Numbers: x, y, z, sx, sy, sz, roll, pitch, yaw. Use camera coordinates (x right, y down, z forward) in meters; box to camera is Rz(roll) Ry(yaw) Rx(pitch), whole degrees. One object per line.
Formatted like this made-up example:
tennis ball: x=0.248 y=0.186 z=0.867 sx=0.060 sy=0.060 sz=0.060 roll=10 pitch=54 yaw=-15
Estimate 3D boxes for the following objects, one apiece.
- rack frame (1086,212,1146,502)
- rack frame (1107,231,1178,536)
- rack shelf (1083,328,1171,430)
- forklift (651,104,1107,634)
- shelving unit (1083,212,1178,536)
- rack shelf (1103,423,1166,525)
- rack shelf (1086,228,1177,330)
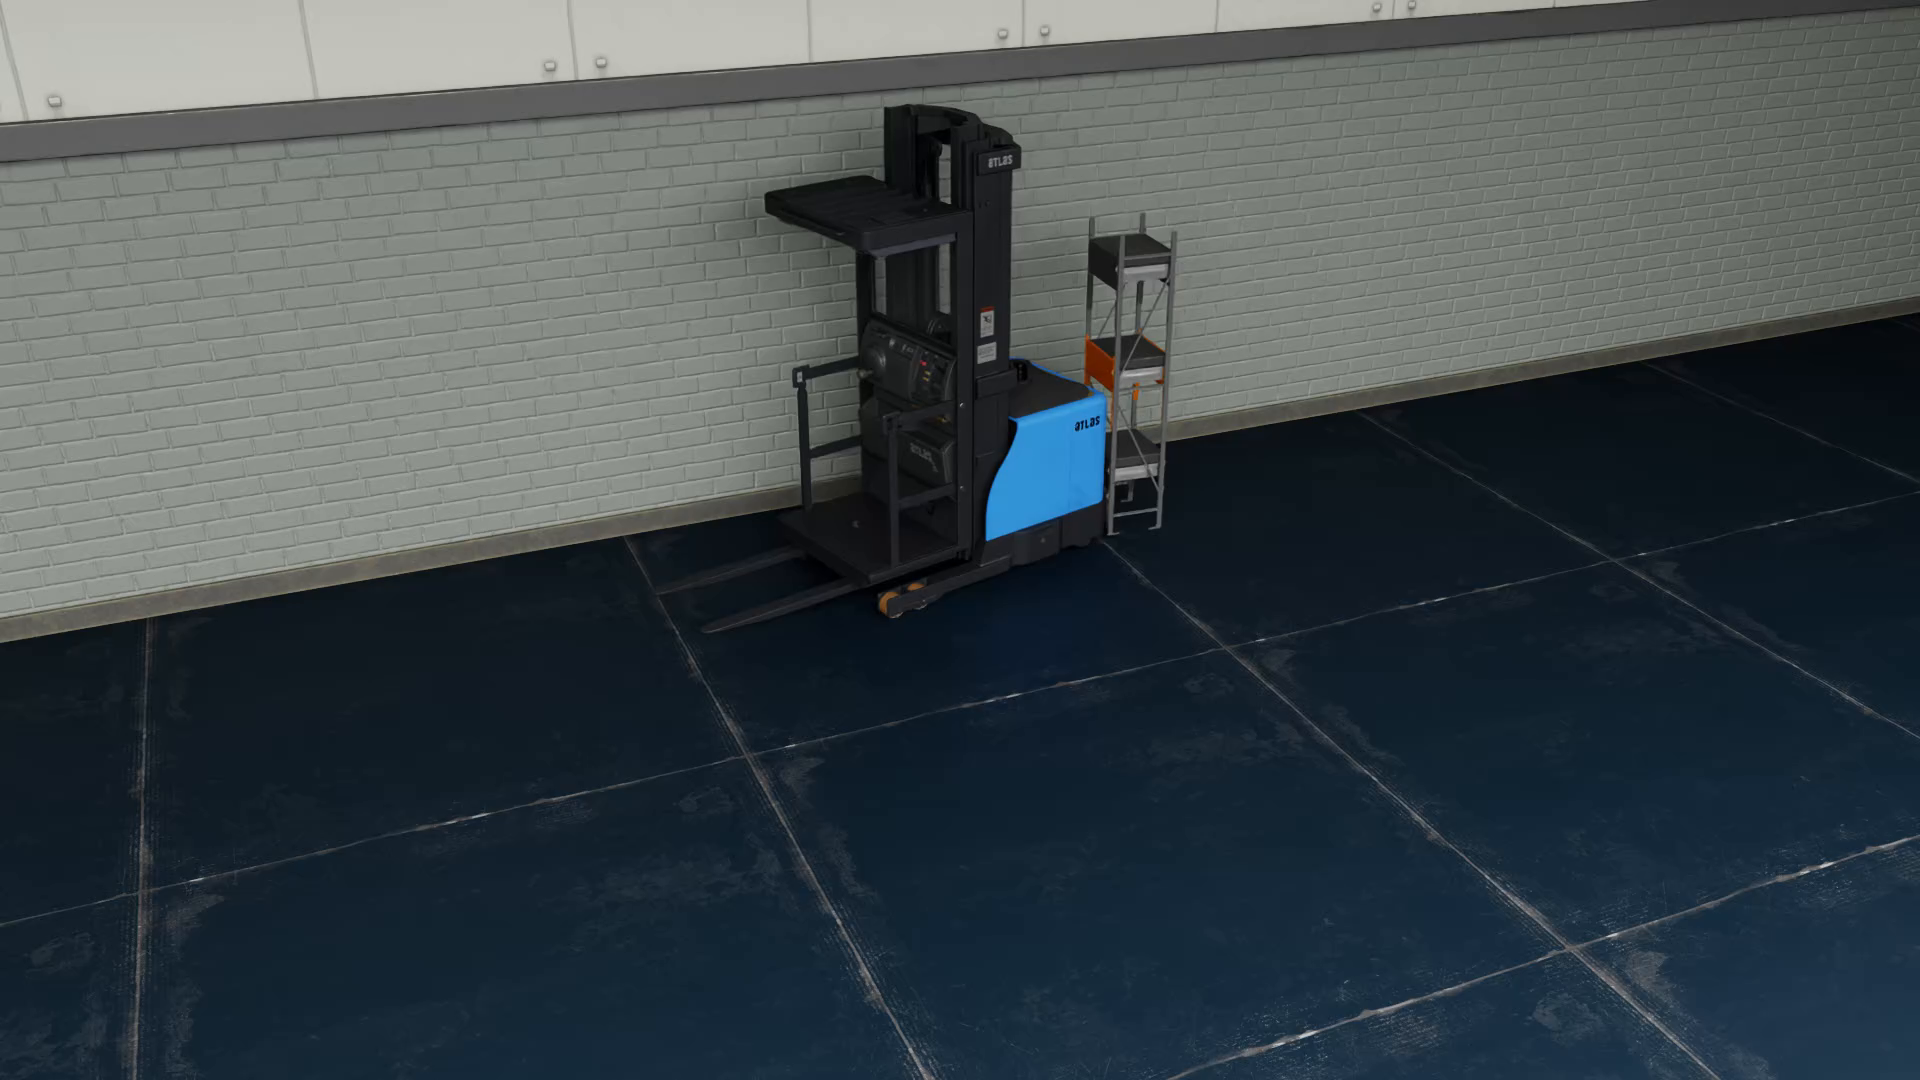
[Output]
rack frame: x=1.047 y=-1.206 z=11.474 sx=0.400 sy=2.100 sz=0.015 roll=-8 pitch=27 yaw=-17
rack frame: x=1.205 y=-1.007 z=11.057 sx=0.400 sy=2.100 sz=0.015 roll=-8 pitch=27 yaw=-17
rack shelf: x=1.126 y=-1.094 z=11.271 sx=0.431 sy=0.518 sz=0.480 roll=-8 pitch=27 yaw=-17
forklift: x=-0.498 y=-1.089 z=10.286 sx=3.031 sy=2.935 sz=1.130 roll=-18 pitch=32 yaw=-33
shelving unit: x=1.126 y=-1.106 z=11.265 sx=0.431 sy=2.100 sz=0.503 roll=-8 pitch=27 yaw=-17
rack shelf: x=1.128 y=-0.463 z=11.575 sx=0.431 sy=0.518 sz=0.480 roll=-8 pitch=27 yaw=-17
rack shelf: x=1.125 y=-1.725 z=10.968 sx=0.431 sy=0.518 sz=0.480 roll=-8 pitch=27 yaw=-17
